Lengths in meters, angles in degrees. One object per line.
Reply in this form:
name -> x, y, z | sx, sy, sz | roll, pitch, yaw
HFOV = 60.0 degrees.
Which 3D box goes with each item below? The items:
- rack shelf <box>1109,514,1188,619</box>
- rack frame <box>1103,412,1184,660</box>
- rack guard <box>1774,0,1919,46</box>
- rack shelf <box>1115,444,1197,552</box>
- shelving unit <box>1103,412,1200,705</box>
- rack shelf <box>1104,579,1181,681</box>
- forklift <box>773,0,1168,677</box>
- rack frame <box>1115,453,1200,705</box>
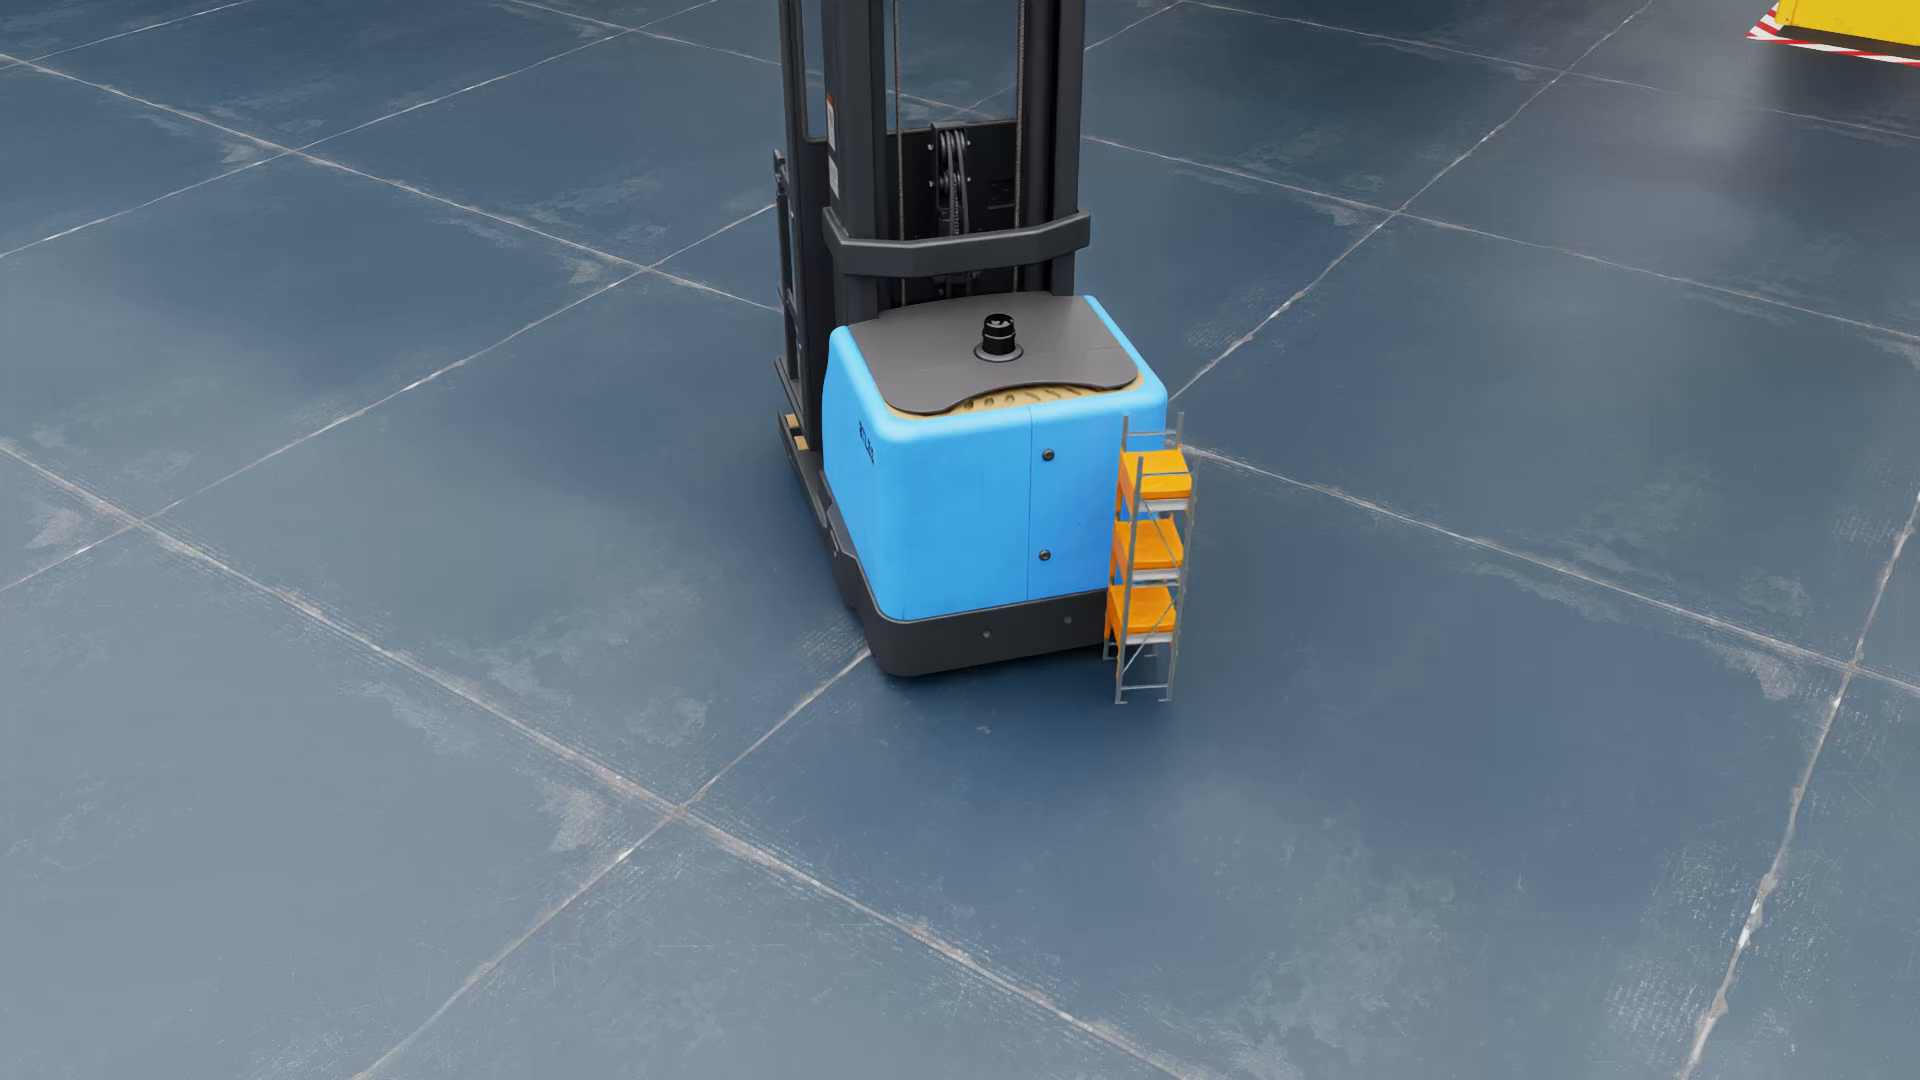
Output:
rack shelf -> 0.643, 0.089, 5.689 | 0.215, 0.259, 0.240 | -3, 37, -6
rack frame -> 0.629, 0.009, 5.780 | 0.200, 1.050, 0.008 | -3, 37, -6
rack guard -> 6.684, -3.988, 12.201 | 1.175, 0.500, 0.348 | 21, 39, 28
rack shelf -> 0.647, -0.139, 5.521 | 0.215, 0.259, 0.240 | -3, 37, -6
shelving unit -> 0.643, 0.081, 5.683 | 0.215, 1.050, 0.252 | -3, 37, -6
rack shelf -> 0.638, 0.313, 5.854 | 0.215, 0.259, 0.240 | -3, 37, -6
forklift -> -0.168, -1.551, 6.426 | 1.130, 2.935, 3.031 | -9, 35, -13
rack frame -> 0.656, 0.153, 5.585 | 0.200, 1.050, 0.008 | -3, 37, -6
